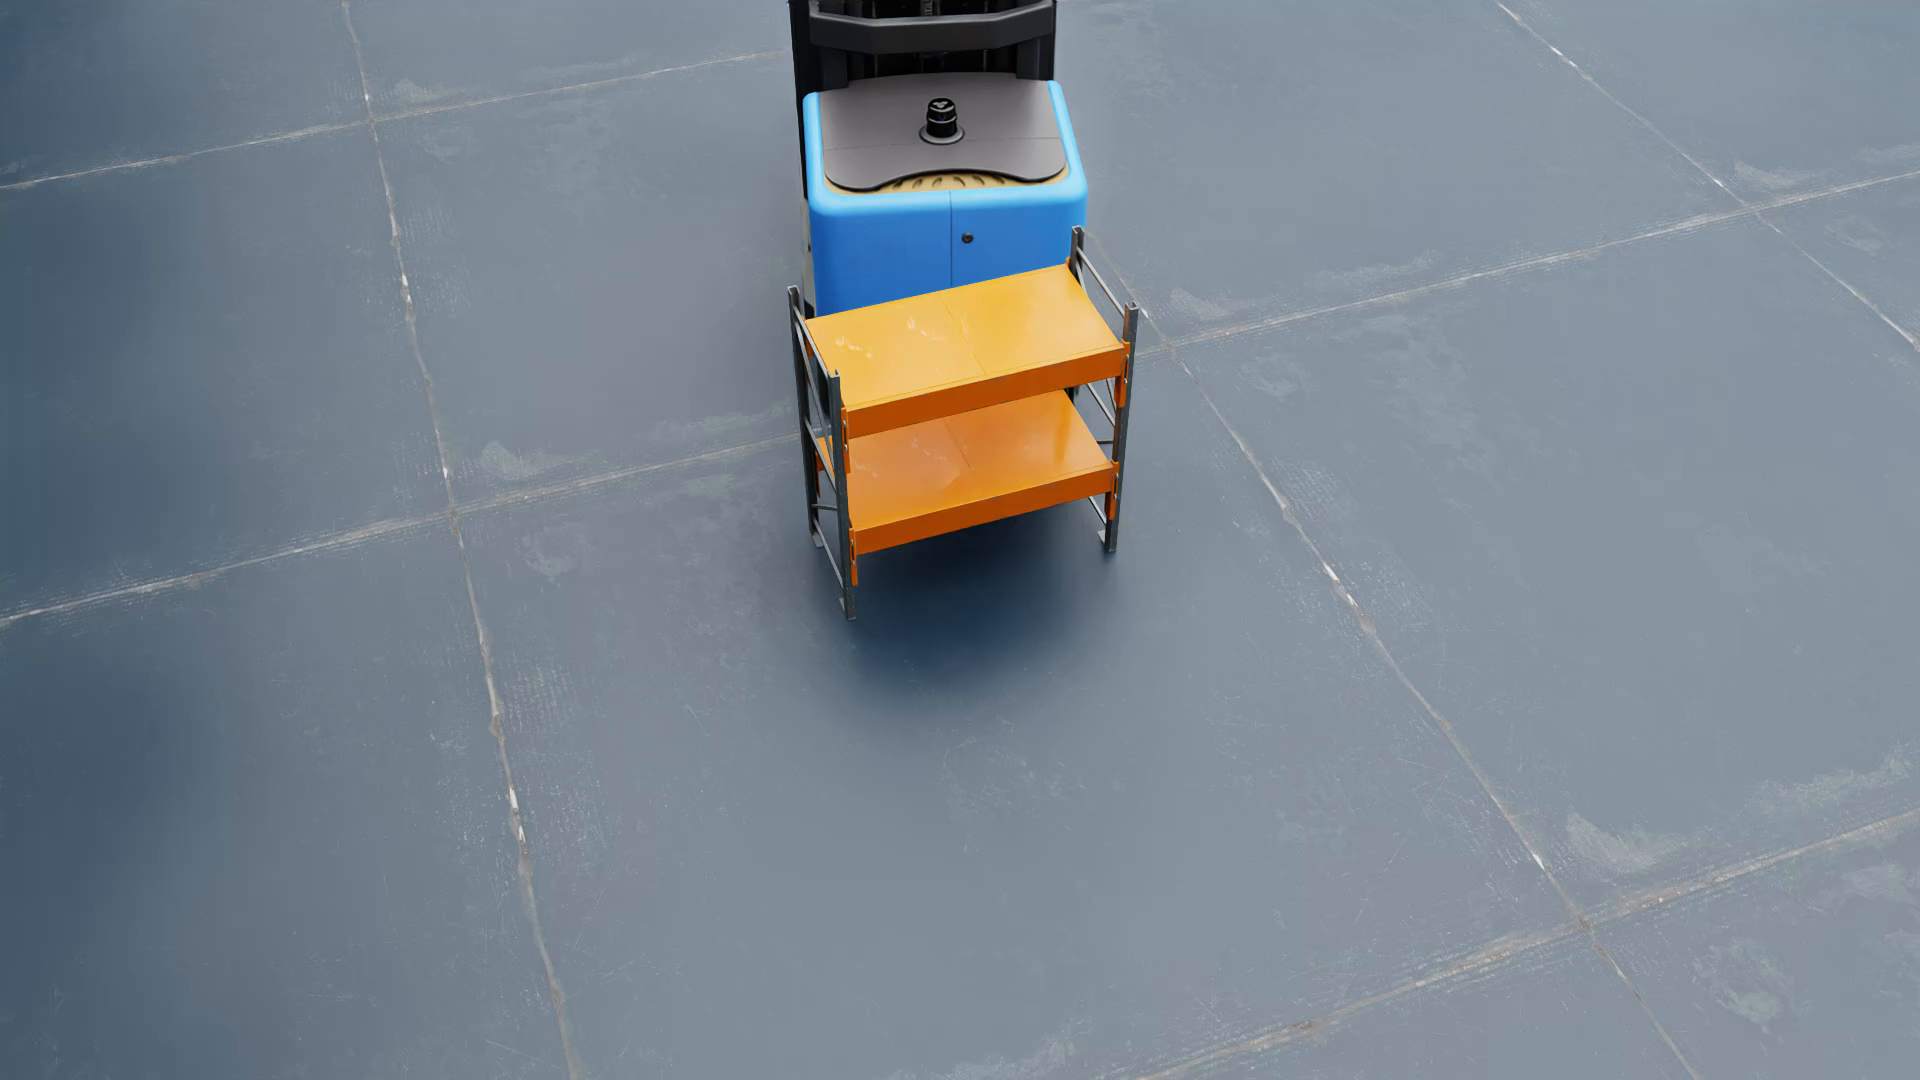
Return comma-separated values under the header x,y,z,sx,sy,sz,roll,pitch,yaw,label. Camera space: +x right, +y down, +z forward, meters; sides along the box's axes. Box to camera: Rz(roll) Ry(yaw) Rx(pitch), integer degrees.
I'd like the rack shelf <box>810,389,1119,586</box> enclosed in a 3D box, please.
x,y,z,sx,sy,sz,roll,pitch,yaw,label
0.006,-0.226,6.026,1.000,0.278,0.538,-14,47,-14,rack shelf

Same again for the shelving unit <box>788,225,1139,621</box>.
x,y,z,sx,sy,sz,roll,pitch,yaw,label
0.006,-0.399,5.853,1.048,1.125,0.538,-14,47,-14,shelving unit

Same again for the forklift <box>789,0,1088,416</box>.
x,y,z,sx,sy,sz,roll,pitch,yaw,label
-0.175,-2.556,6.729,1.130,2.935,3.031,-4,45,-4,forklift

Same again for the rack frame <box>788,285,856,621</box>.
x,y,z,sx,sy,sz,roll,pitch,yaw,label
-0.472,-0.276,5.731,0.032,1.125,0.500,-14,47,-14,rack frame

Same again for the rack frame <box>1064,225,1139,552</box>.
x,y,z,sx,sy,sz,roll,pitch,yaw,label
0.485,-0.521,5.975,0.032,1.125,0.500,-14,47,-14,rack frame

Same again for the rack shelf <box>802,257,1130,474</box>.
x,y,z,sx,sy,sz,roll,pitch,yaw,label
0.006,-0.605,5.646,1.000,0.278,0.538,-14,47,-14,rack shelf
